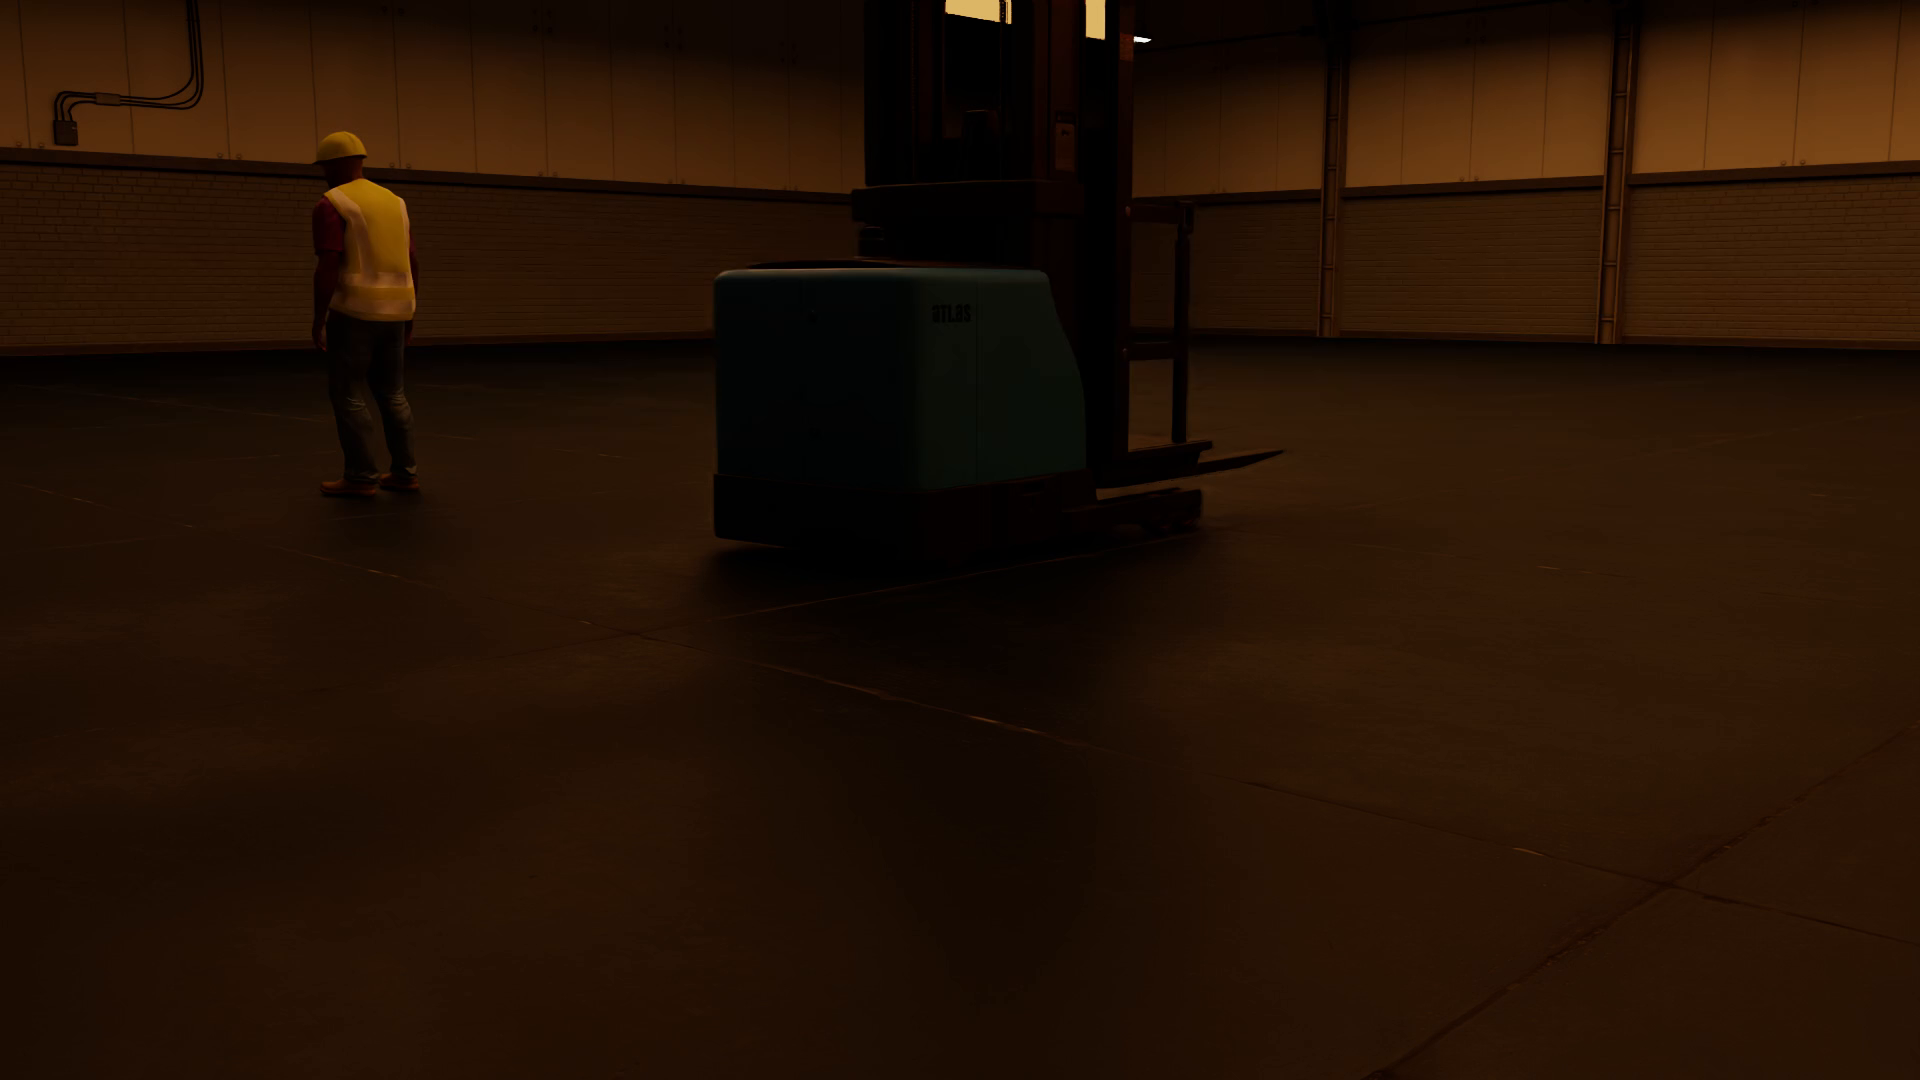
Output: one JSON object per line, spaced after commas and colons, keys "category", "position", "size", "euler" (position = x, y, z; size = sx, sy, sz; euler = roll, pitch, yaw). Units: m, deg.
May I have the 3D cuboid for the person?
{"category": "person", "position": [-2.927, -1.104, 8.157], "size": [0.461, 1.759, 0.626], "euler": [5, 10, 28]}

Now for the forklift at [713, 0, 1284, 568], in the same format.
{"category": "forklift", "position": [0.376, -1.521, 6.977], "size": [1.130, 2.935, 3.031], "euler": [7, 11, 38]}
